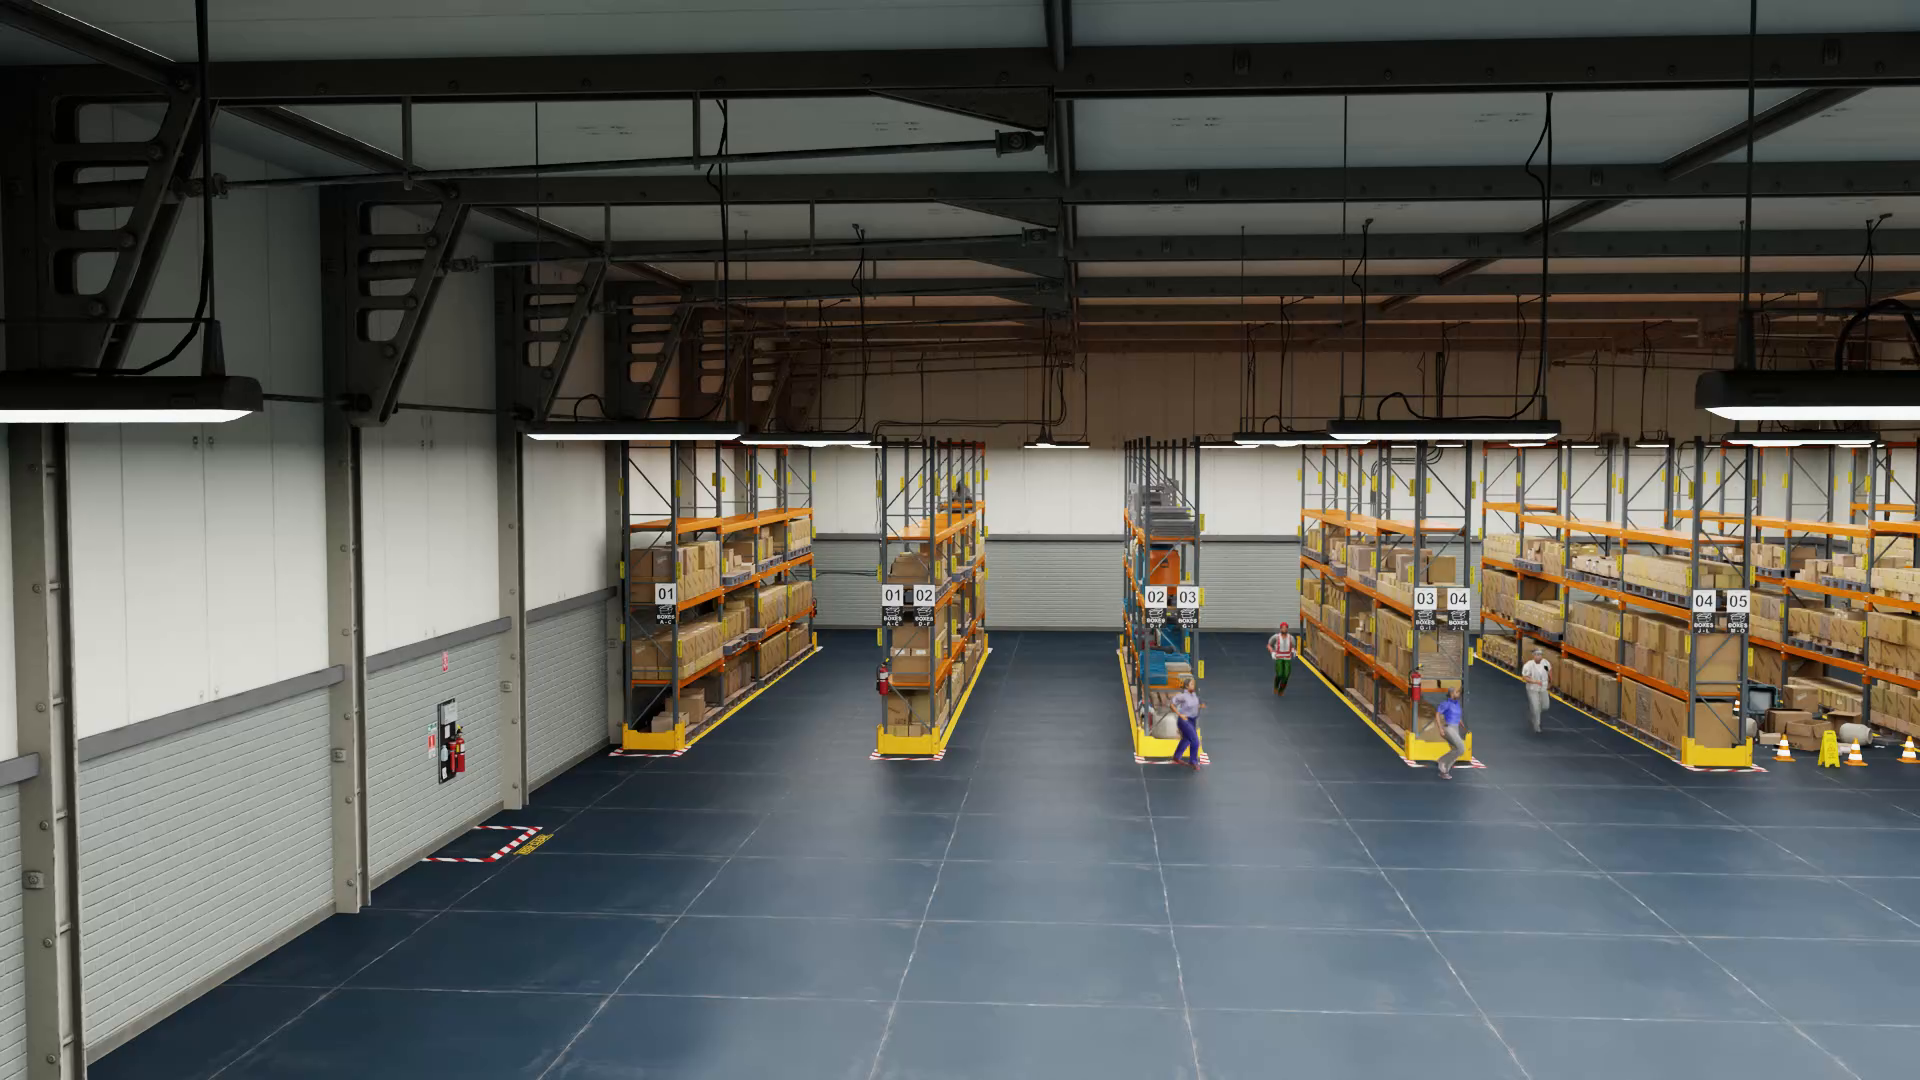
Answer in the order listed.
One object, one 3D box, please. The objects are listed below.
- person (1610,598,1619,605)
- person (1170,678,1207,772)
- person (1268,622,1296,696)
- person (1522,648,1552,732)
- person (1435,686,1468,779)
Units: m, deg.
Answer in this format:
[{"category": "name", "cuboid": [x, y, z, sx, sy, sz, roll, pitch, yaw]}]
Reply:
[{"category": "person", "cuboid": [18.572, 2.304, 47.296, 0.939, 1.767, 0.668, 0, 3, 9]}, {"category": "person", "cuboid": [4.063, 3.326, 29.805, 0.722, 1.711, 0.604, 2, 4, 32]}, {"category": "person", "cuboid": [7.507, 2.775, 38.613, 0.634, 1.739, 0.570, 0, 3, -5]}, {"category": "person", "cuboid": [11.843, 3.058, 34.019, 0.701, 1.725, 0.662, 0, 3, -5]}, {"category": "person", "cuboid": [8.665, 3.371, 29.124, 0.513, 1.588, 0.607, 3, 4, 42]}]
